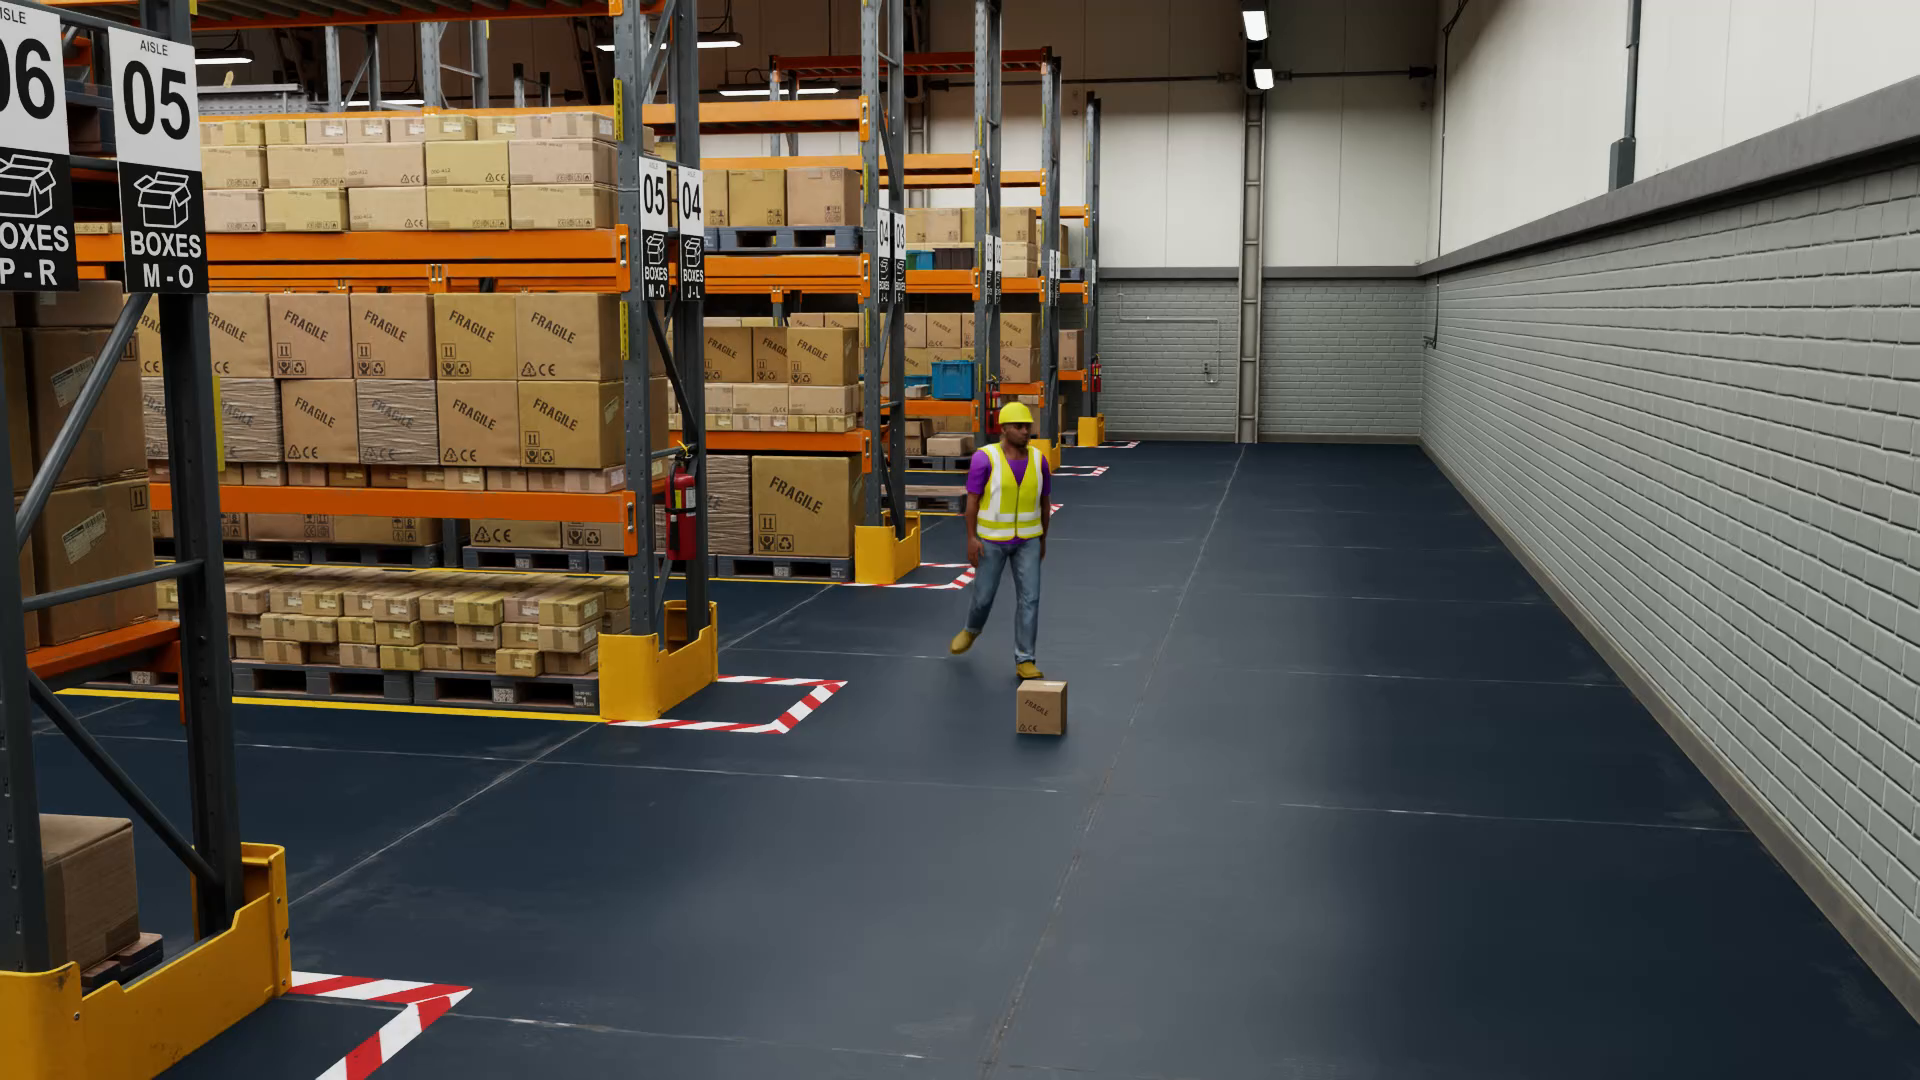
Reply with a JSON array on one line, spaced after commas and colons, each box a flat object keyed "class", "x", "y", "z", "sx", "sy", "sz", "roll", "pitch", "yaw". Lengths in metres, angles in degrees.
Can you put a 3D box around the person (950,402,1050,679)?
[{"class": "person", "x": 0.288, "y": -0.014, "z": 10.730, "sx": 0.593, "sy": 1.760, "sz": 0.804, "roll": -2, "pitch": 8, "yaw": -15}]
